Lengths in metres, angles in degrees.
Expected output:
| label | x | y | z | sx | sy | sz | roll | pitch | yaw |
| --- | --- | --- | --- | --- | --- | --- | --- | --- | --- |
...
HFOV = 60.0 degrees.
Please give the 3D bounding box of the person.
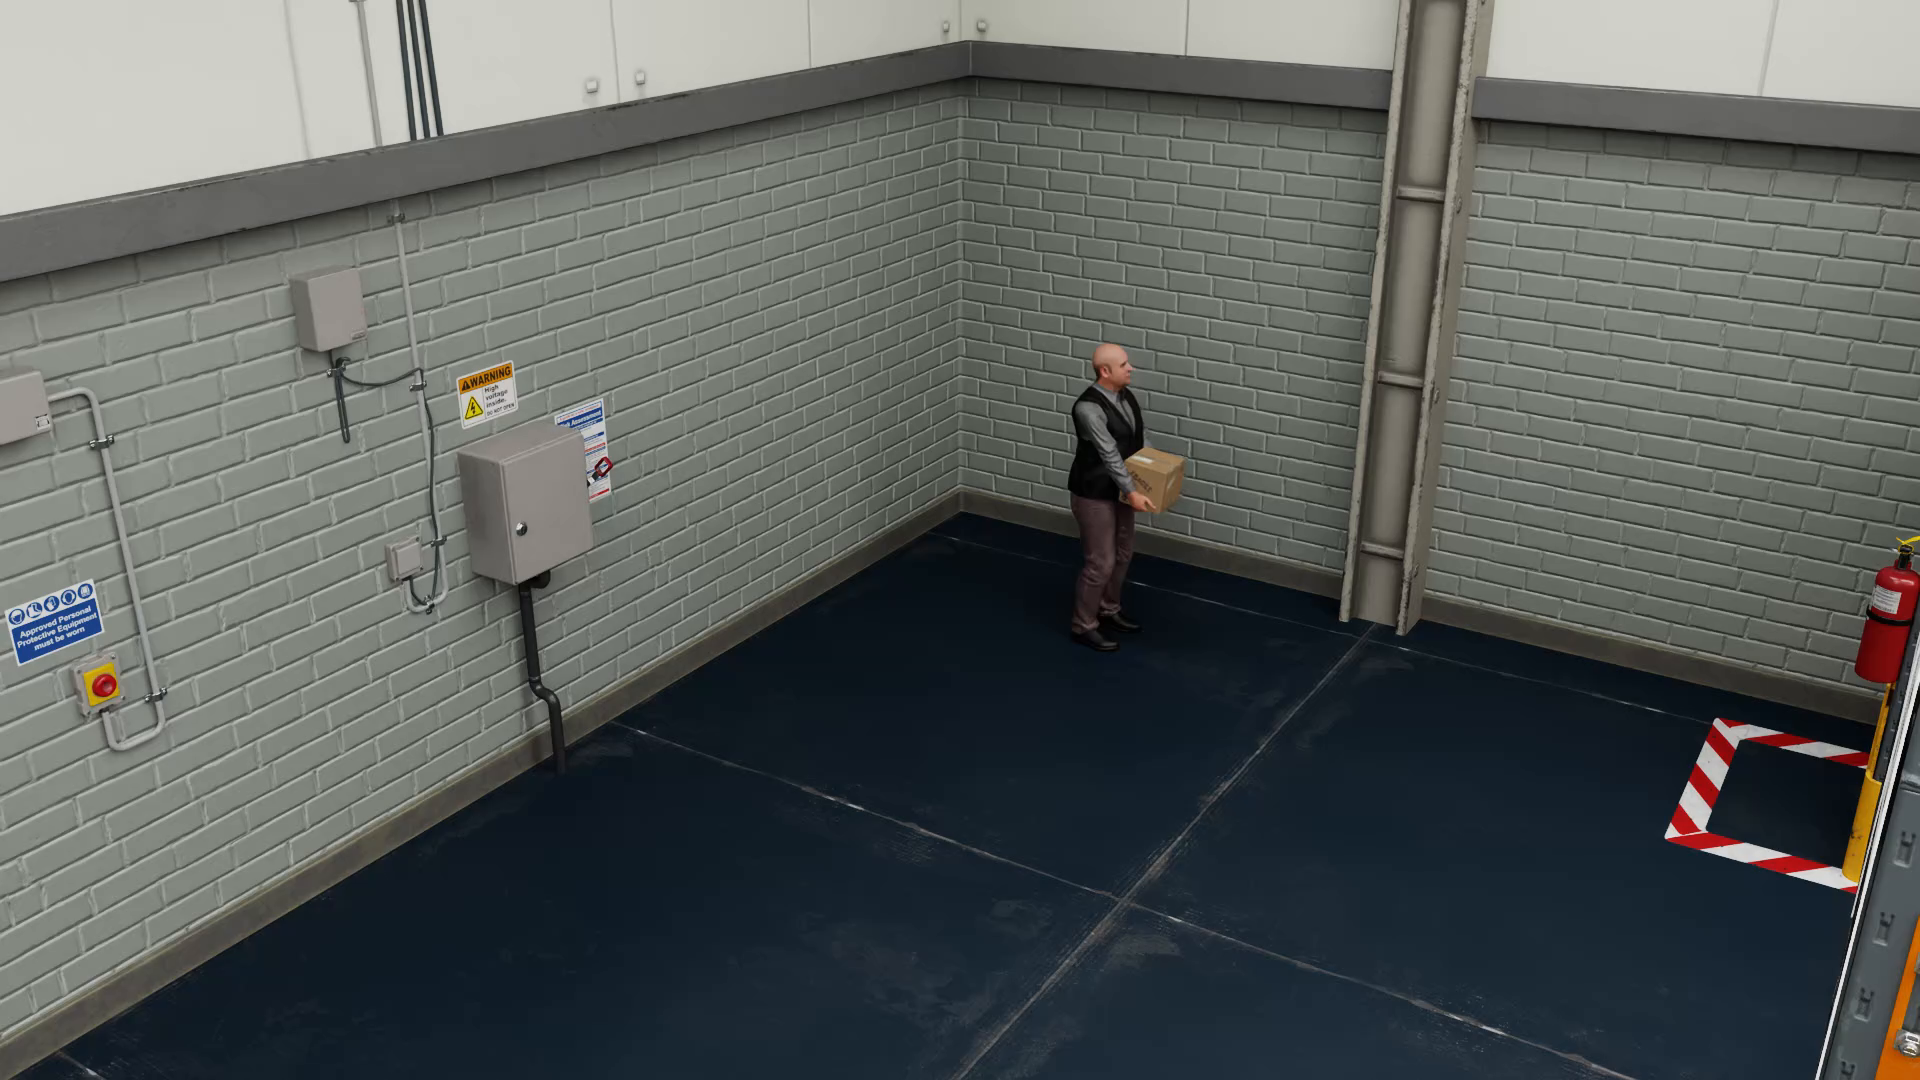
| label | x | y | z | sx | sy | sz | roll | pitch | yaw |
| --- | --- | --- | --- | --- | --- | --- | --- | --- | --- |
| person | 0.892 | -0.235 | 9.189 | 0.550 | 1.720 | 0.495 | 13 | 26 | 29 |
